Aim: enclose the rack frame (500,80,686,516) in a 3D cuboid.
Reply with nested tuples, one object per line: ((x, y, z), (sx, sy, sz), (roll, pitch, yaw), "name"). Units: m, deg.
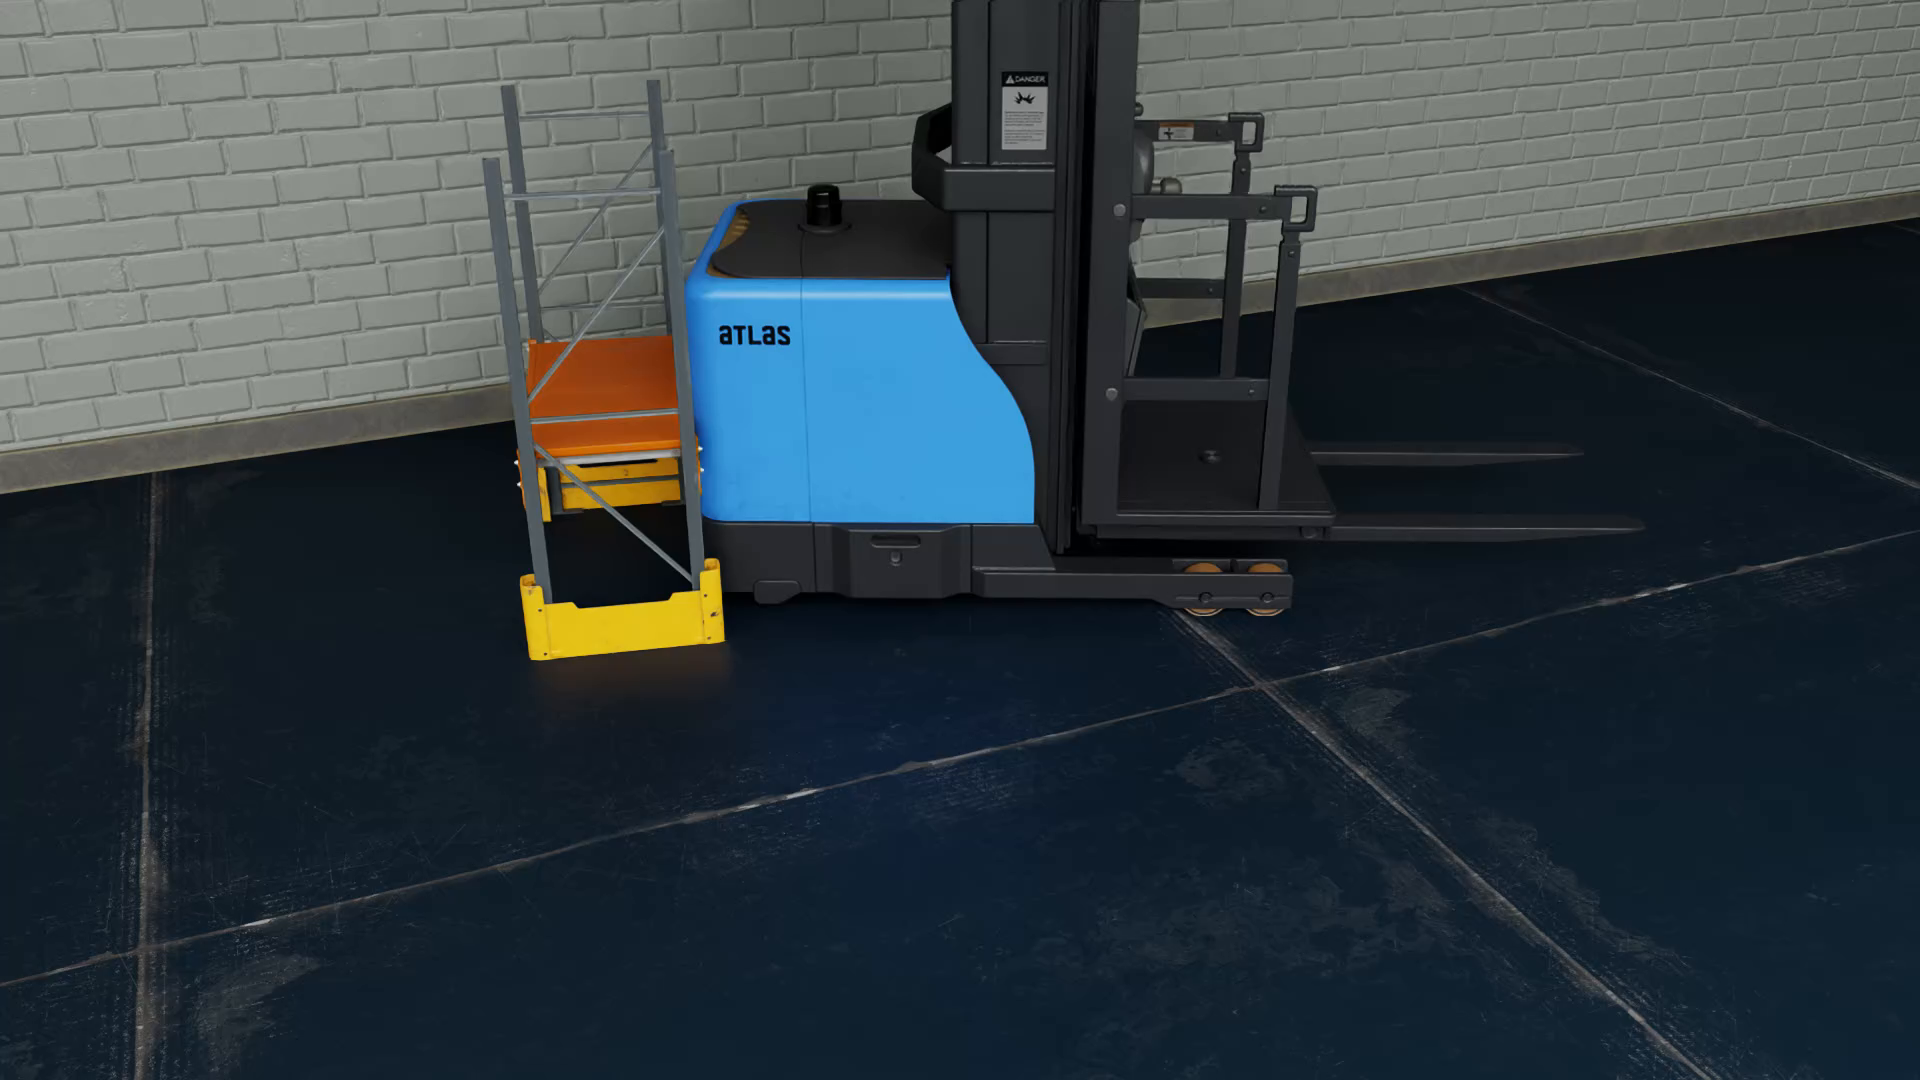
((-1.215, -0.789, 5.657), (0.500, 1.500, 0.032), (-5, 26, -10), "rack frame")

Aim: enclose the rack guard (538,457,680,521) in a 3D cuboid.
((-1.211, -0.219, 5.914), (0.587, 0.250, 0.087), (-5, 26, -10), "rack guard")

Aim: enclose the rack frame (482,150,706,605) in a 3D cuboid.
((-1.016, -0.352, 4.761), (0.500, 1.500, 0.032), (-5, 26, -10), "rack frame")

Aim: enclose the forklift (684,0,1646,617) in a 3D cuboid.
((0.688, -1.309, 5.091), (3.031, 2.935, 1.130), (0, 26, 1), "forklift")

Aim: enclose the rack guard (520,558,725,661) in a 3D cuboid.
((-1.016, 0.209, 5.036), (0.587, 0.250, 0.087), (-5, 26, -10), "rack guard")

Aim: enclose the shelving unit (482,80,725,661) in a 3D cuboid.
((-1.113, -0.566, 5.201), (0.587, 1.500, 1.083), (-5, 26, -10), "shelving unit")

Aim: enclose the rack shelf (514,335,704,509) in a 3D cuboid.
((-1.115, -0.409, 5.288), (0.538, 0.185, 1.000), (-5, 26, -10), "rack shelf")
